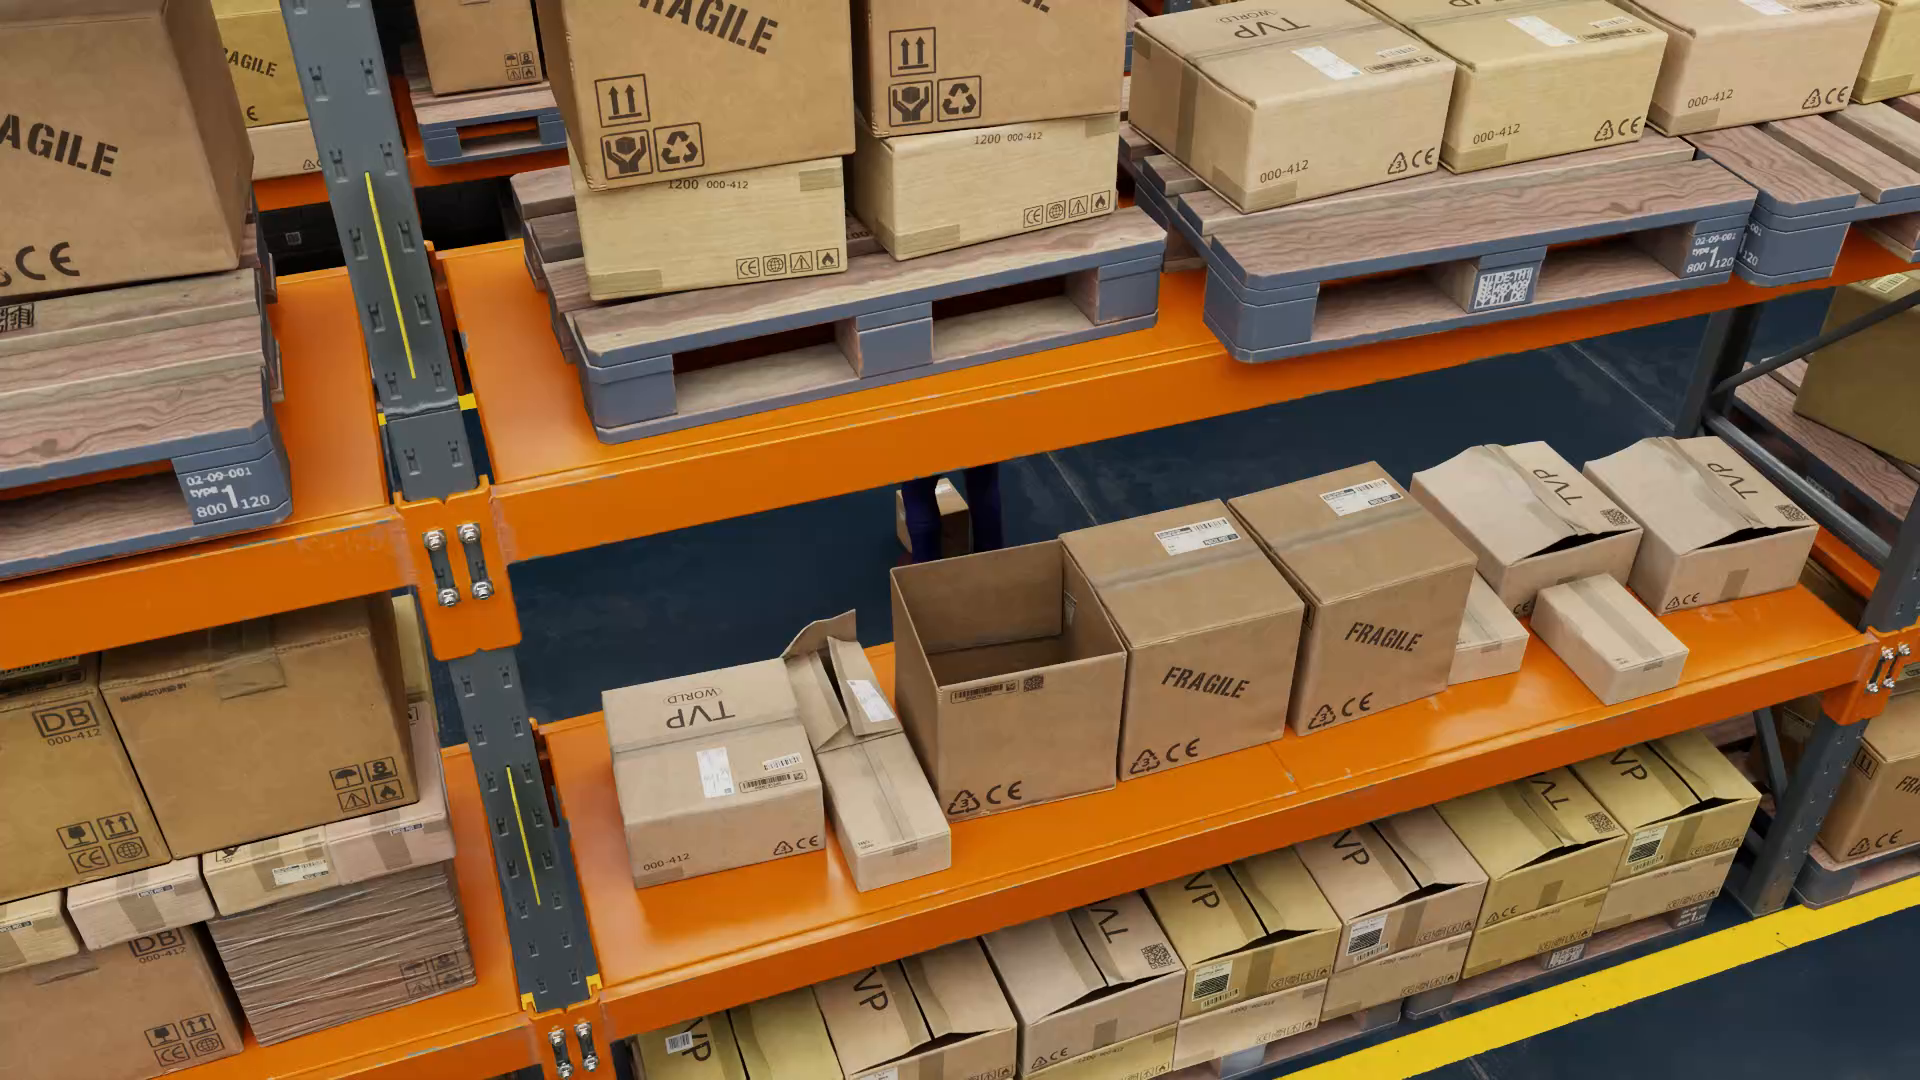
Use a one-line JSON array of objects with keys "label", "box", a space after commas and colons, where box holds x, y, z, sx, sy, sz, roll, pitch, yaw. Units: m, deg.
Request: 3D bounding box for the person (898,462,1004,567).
[{"label": "person", "box": [-0.039, -0.490, 6.797, 0.562, 1.638, 0.362, -14, 40, -18]}]
